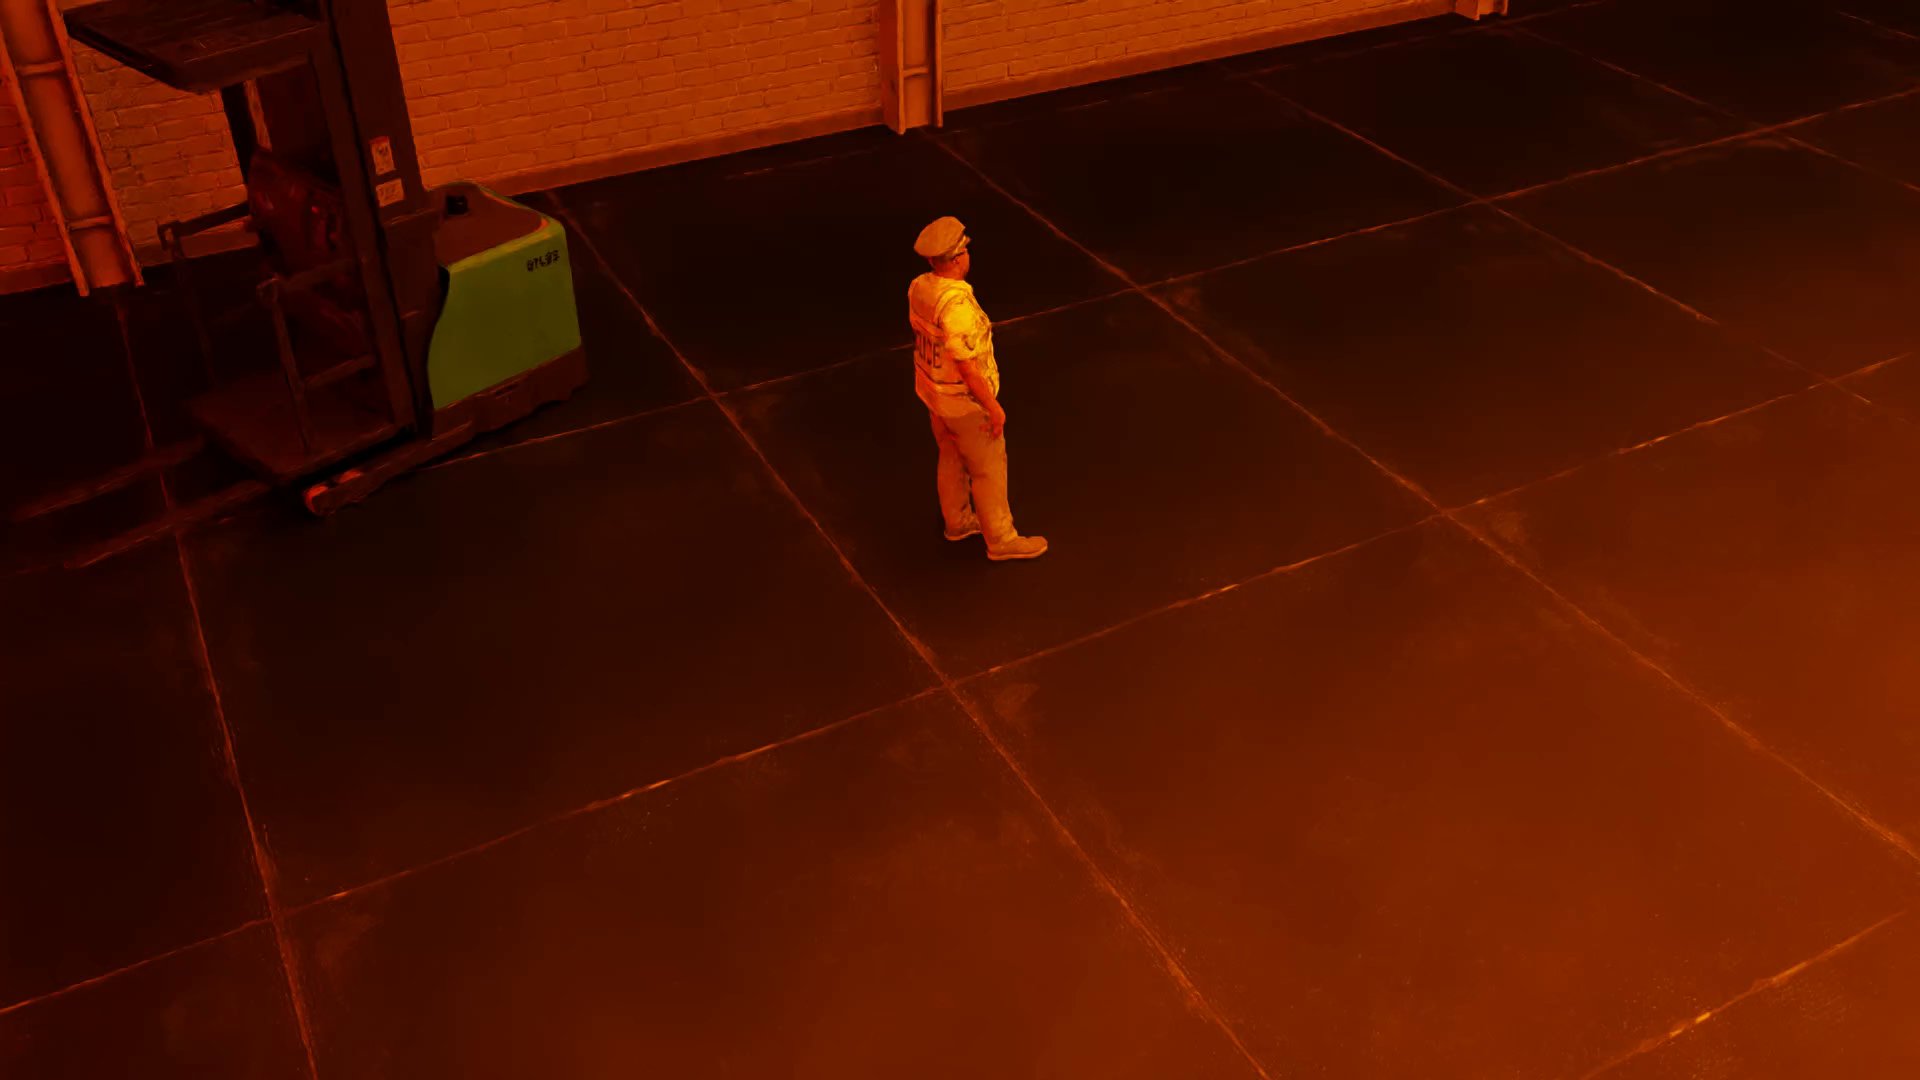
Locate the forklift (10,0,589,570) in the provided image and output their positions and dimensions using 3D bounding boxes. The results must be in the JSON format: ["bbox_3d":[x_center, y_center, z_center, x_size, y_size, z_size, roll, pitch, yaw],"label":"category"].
[{"bbox_3d":[-3.565,-1.652,8.461,1.130,2.935,3.031,27,44,33],"label":"forklift"}]

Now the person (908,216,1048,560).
[{"bbox_3d":[0.074,-0.749,8.165,0.574,1.781,0.640,-17,39,-23],"label":"person"}]
